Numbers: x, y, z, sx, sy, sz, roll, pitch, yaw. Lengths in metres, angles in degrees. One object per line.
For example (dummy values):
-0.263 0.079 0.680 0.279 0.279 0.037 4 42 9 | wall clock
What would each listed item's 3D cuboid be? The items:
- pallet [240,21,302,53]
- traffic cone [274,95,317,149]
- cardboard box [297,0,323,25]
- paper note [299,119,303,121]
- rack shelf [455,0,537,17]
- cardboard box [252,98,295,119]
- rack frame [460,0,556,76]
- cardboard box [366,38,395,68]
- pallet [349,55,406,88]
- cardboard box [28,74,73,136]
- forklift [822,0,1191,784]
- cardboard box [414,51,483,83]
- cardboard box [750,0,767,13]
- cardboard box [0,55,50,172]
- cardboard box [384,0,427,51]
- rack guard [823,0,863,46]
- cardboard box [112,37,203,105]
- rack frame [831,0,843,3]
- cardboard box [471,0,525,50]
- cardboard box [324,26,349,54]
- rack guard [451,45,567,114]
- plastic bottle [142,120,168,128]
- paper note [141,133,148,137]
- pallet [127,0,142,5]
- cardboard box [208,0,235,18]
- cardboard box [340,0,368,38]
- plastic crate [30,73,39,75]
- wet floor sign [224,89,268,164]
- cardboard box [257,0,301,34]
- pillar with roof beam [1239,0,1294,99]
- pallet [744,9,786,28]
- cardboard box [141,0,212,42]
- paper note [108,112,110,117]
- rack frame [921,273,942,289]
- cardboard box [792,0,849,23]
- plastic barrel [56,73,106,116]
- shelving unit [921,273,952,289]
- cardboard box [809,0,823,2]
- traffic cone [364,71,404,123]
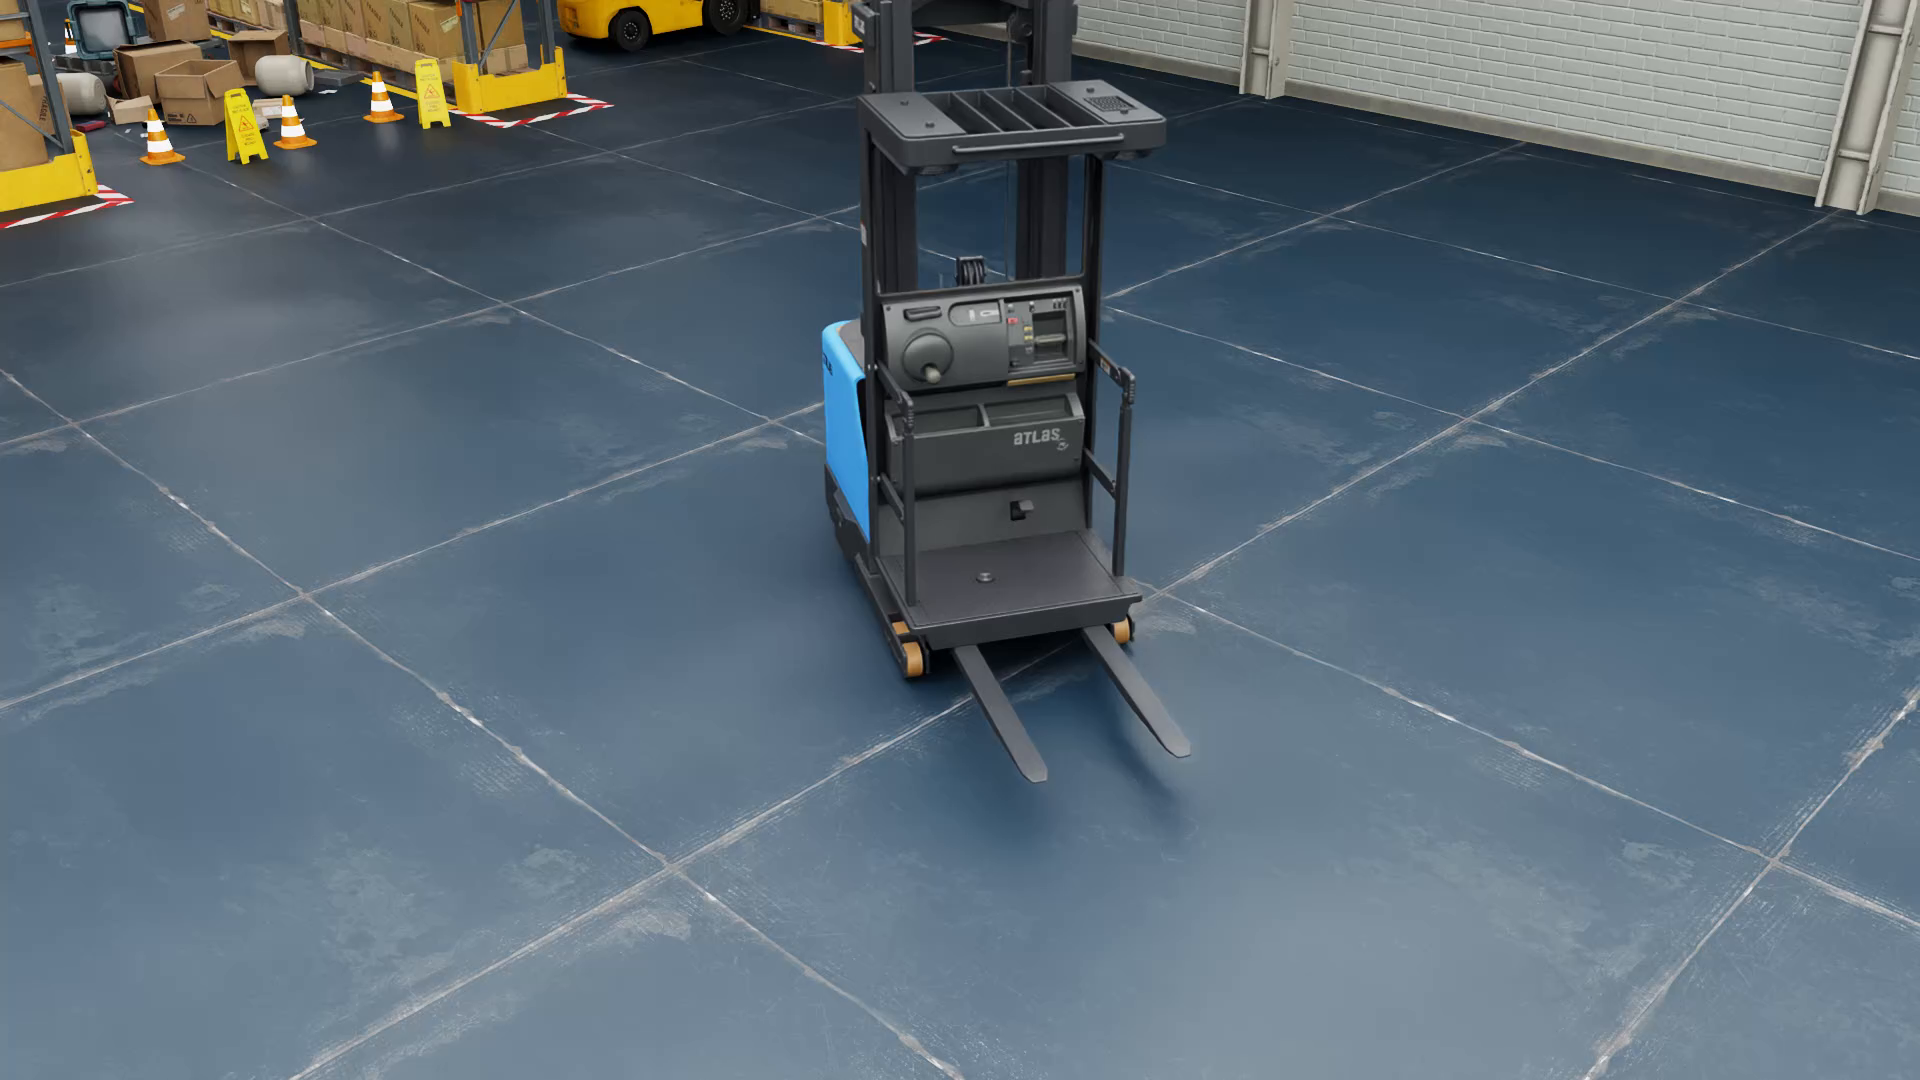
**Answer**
-8.053 -6.228 20.367 1.213 0.211 1.003 25 36 38 | pallet
-6.391 -4.013 15.885 0.334 0.463 0.336 25 36 38 | traffic cone
-7.265 -6.227 19.067 0.500 0.500 0.500 -23 36 -37 | cardboard box
-6.714 -4.237 16.775 0.142 0.019 0.148 12 30 22 | paper note
-6.071 -6.237 18.162 4.000 0.370 1.077 25 36 38 | rack shelf
-6.995 -4.399 16.955 0.380 0.149 0.250 -7 29 -14 | cardboard box
-4.645 -5.903 16.754 0.127 3.000 1.000 25 36 38 | rack frame
-6.151 -5.387 18.276 0.500 0.250 0.500 23 35 37 | cardboard box
-6.119 -5.369 18.733 1.213 0.211 1.003 25 36 38 | pallet
-9.069 -4.262 16.315 0.500 0.500 0.500 -18 33 -31 | cardboard box
0.178 -0.875 7.265 1.130 2.935 3.031 -8 29 -14 | forklift
-5.427 -5.054 17.643 0.500 0.250 0.500 24 36 38 | cardboard box
-2.422 -6.901 21.154 0.500 0.250 0.500 -25 37 -39 | cardboard box
-8.573 -3.672 14.343 0.875 0.875 0.875 25 37 39 | cardboard box
-5.773 -5.548 17.776 0.500 0.500 0.500 -24 36 -37 | cardboard box
-1.150 -6.438 20.456 0.348 0.500 1.175 25 36 38 | rack guard
-8.345 -4.894 17.370 0.503 0.637 0.797 25 36 38 | cardboard box
-1.167 -7.552 19.889 0.127 3.000 1.000 25 36 38 | rack frame
-5.043 -5.567 17.811 0.500 0.500 0.500 23 36 37 | cardboard box
-6.877 -5.725 18.918 0.500 0.250 0.500 -23 35 -36 | cardboard box
-4.699 -4.822 17.383 0.348 0.500 1.175 25 36 38 | rack guard
-8.046 -4.143 16.564 0.283 0.061 0.133 12 30 22 | plastic bottle
-7.941 -3.974 16.277 0.144 0.017 0.142 -13 30 -22 | paper note
-10.859 -7.562 22.904 1.213 0.211 1.003 25 36 38 | pallet
-8.885 -6.861 20.948 0.950 0.372 0.625 -24 36 -38 | cardboard box
-6.507 -5.887 18.420 0.500 0.500 0.500 -23 35 -37 | cardboard box
-9.853 -4.692 17.409 0.450 0.188 0.662 -16 30 -9 | plastic crate
-6.634 -3.833 15.347 0.232 0.644 0.267 18 33 30 | wet floor sign
-7.873 -6.402 20.074 0.950 0.372 0.625 -25 37 -39 | cardboard box
0.228 -7.347 13.053 0.400 9.000 9.100 25 36 38 | pillar with roof beam
-2.608 -6.951 21.743 1.213 0.211 1.003 25 36 38 | pallet
-8.723 -5.837 18.499 0.500 0.500 0.500 25 36 38 | cardboard box
-8.644 -4.379 17.054 0.172 0.023 0.155 -13 30 -22 | paper note
-0.211 -0.882 9.138 0.240 1.200 0.006 -8 29 -14 | rack frame
-1.724 -6.569 20.523 0.500 0.250 0.500 25 37 39 | cardboard box
-9.011 -4.531 16.913 0.512 0.421 0.421 -3 28 -5 | plastic barrel
-0.185 -0.841 9.060 0.258 1.200 0.189 -8 29 -14 | shelving unit
-1.734 -6.797 20.420 0.500 0.250 0.500 24 36 38 | cardboard box
-5.856 -4.493 16.797 0.334 0.463 0.336 25 36 38 | traffic cone
